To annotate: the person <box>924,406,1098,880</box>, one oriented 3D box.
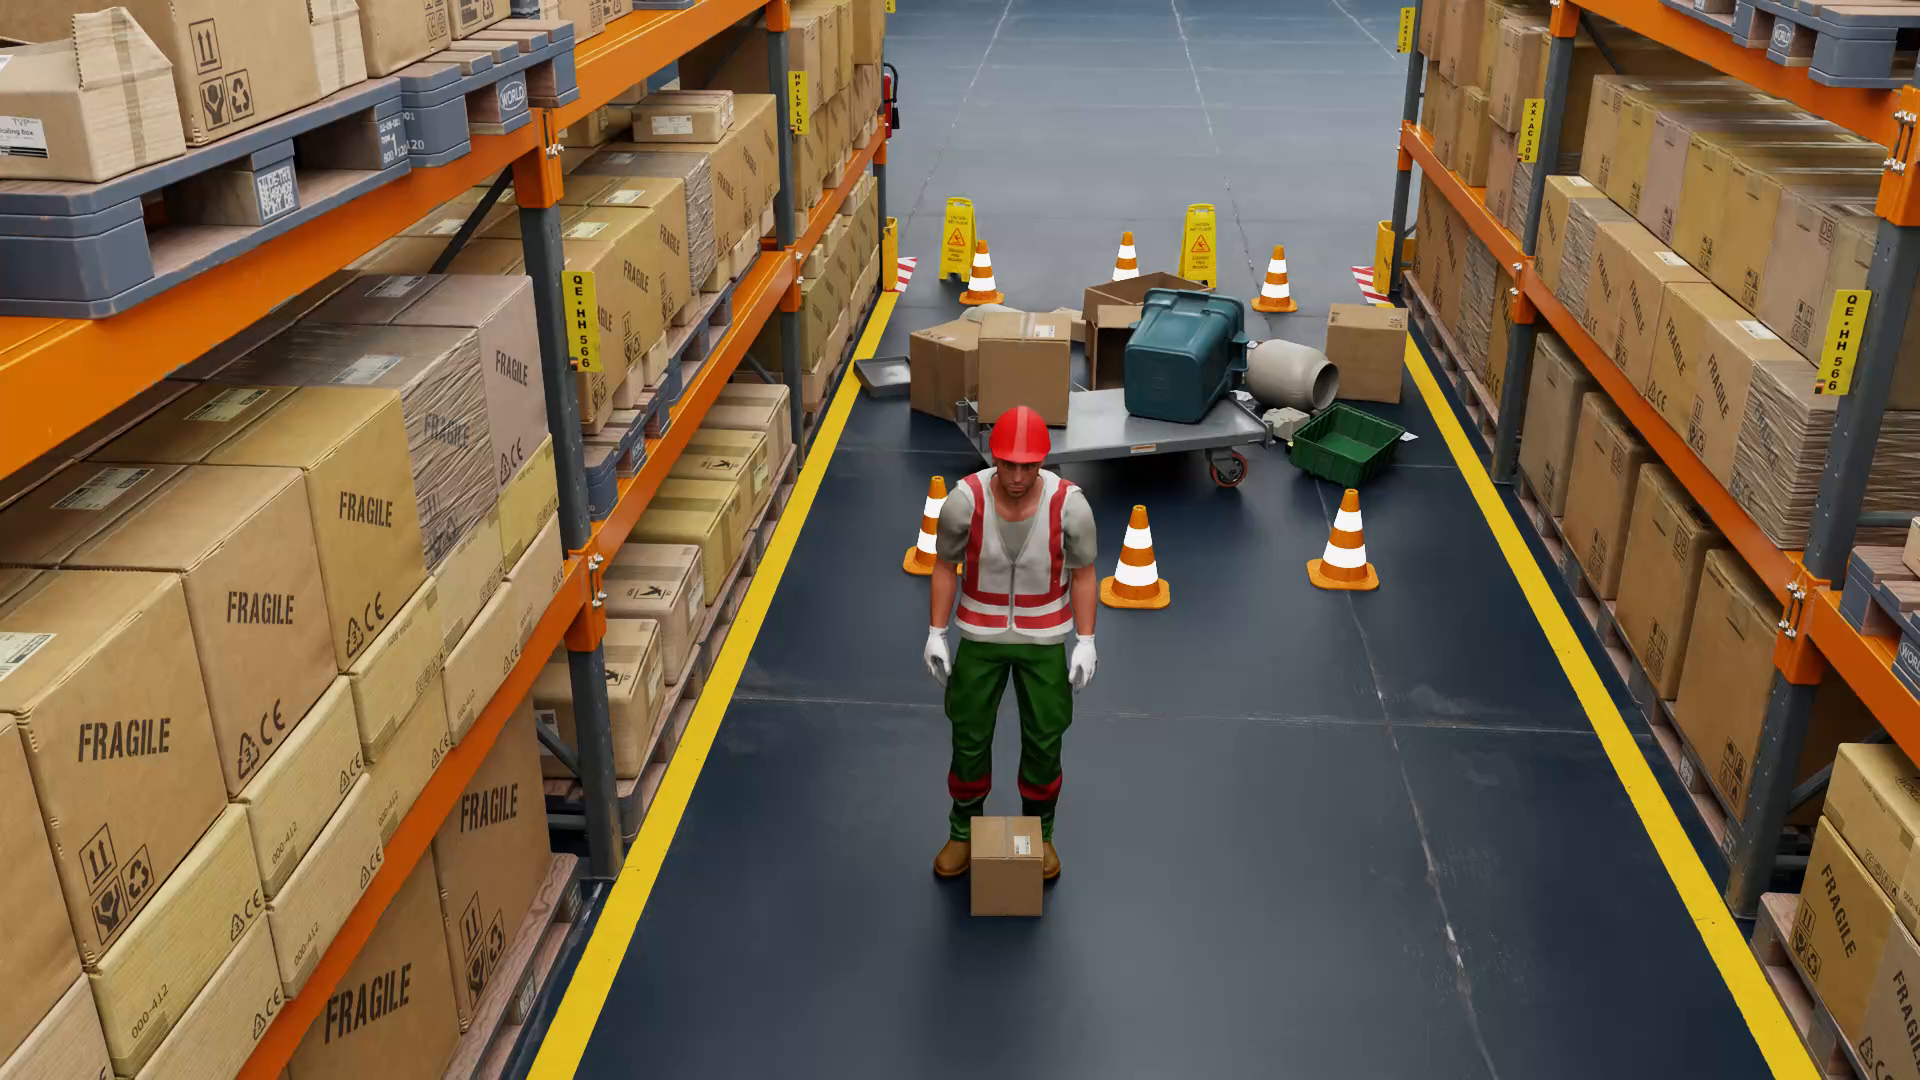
[{"bbox_3d":[0.178,0.363,5.781,0.608,1.779,0.449,2,24,4],"label":"person"}]
